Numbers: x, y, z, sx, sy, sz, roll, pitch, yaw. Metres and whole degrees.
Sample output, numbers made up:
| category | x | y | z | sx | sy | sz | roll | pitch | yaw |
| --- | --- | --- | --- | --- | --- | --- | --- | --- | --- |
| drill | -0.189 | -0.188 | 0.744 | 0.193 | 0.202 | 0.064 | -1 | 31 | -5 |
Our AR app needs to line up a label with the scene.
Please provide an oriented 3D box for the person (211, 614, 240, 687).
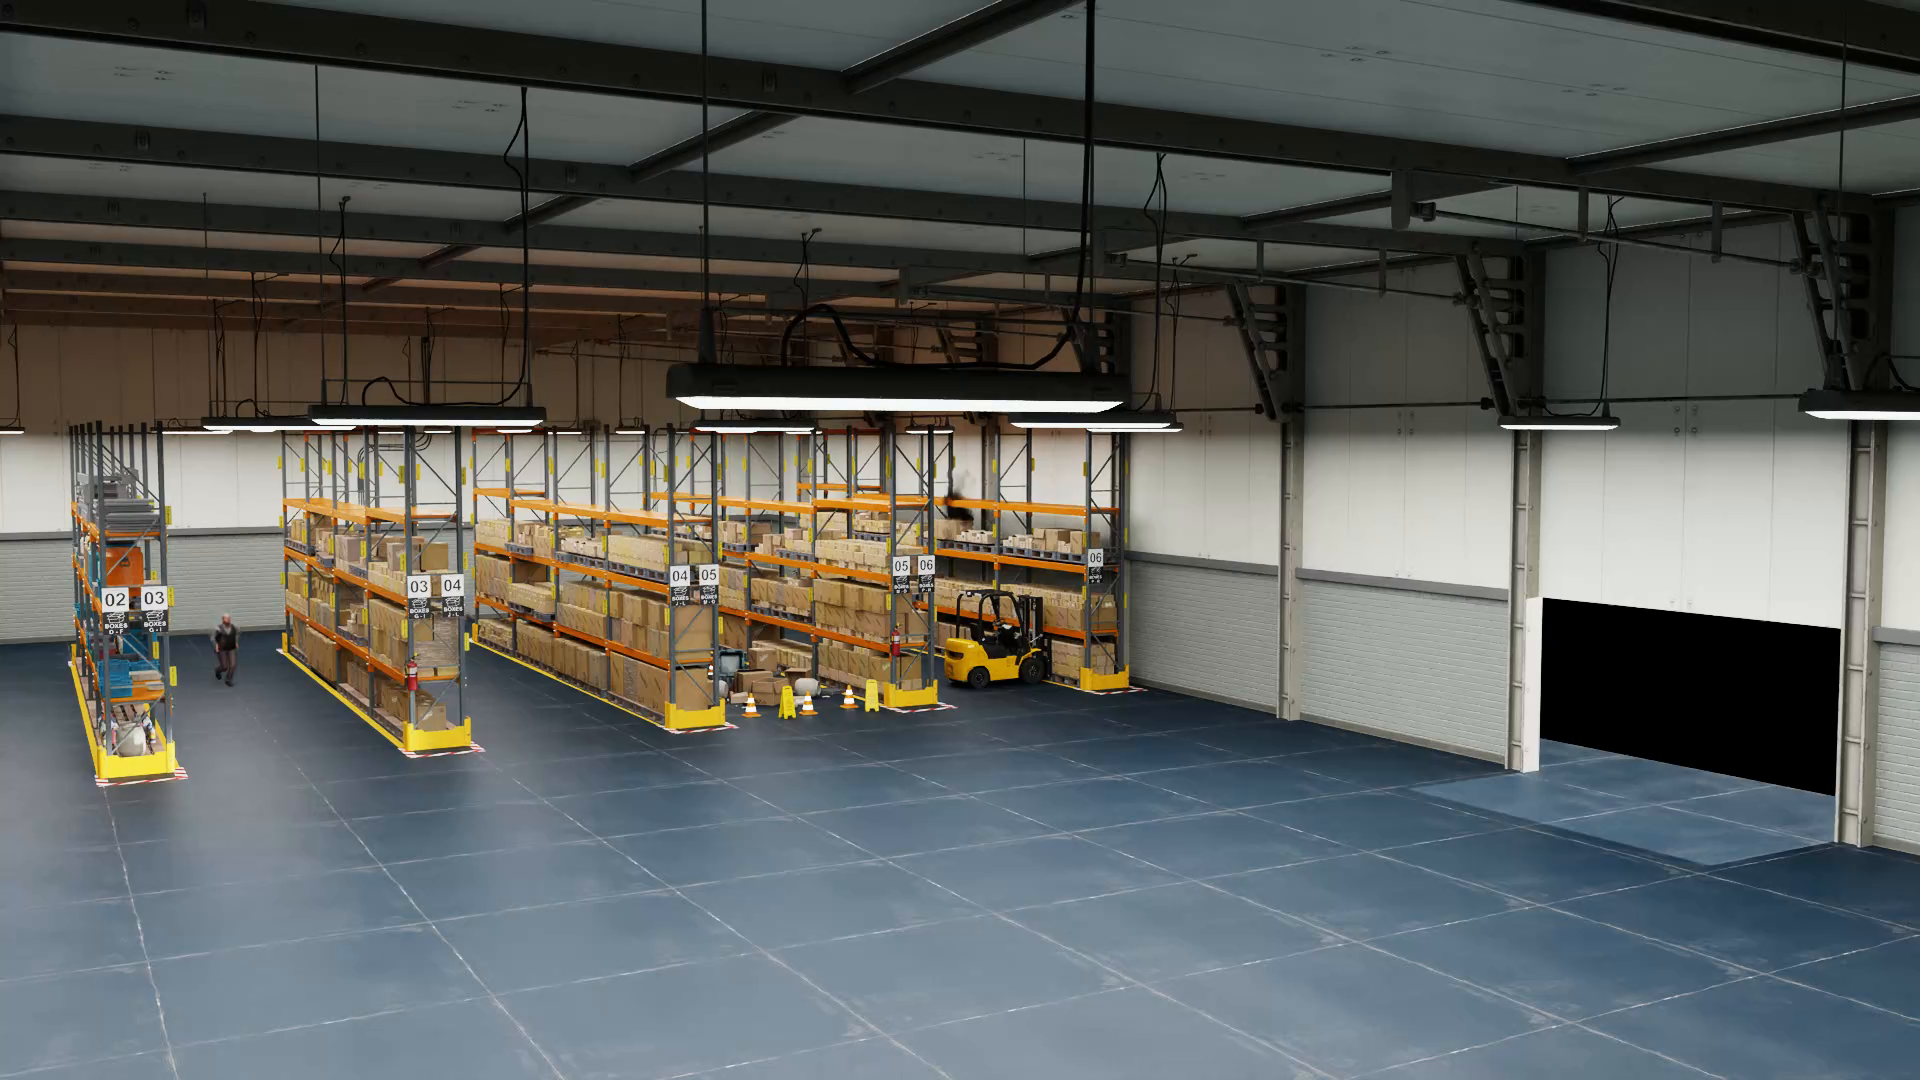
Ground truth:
| category | x | y | z | sx | sy | sz | roll | pitch | yaw |
| --- | --- | --- | --- | --- | --- | --- | --- | --- | --- |
| person | -16.938 | 2.529 | 38.339 | 0.646 | 1.676 | 0.631 | -3 | 5 | -43 |

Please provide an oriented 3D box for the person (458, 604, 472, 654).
| category | x | y | z | sx | sy | sz | roll | pitch | yaw |
| --- | --- | --- | --- | --- | --- | --- | --- | --- | --- |
| person | -12.839 | 2.273 | 42.840 | 0.546 | 1.709 | 0.725 | -2 | 4 | -26 |

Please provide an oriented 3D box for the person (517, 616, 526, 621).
| category | x | y | z | sx | sy | sz | roll | pitch | yaw |
| --- | --- | --- | --- | --- | --- | --- | --- | --- | --- |
| person | -12.947 | 1.952 | 48.418 | 0.762 | 1.548 | 0.560 | 1 | 4 | 13 |
